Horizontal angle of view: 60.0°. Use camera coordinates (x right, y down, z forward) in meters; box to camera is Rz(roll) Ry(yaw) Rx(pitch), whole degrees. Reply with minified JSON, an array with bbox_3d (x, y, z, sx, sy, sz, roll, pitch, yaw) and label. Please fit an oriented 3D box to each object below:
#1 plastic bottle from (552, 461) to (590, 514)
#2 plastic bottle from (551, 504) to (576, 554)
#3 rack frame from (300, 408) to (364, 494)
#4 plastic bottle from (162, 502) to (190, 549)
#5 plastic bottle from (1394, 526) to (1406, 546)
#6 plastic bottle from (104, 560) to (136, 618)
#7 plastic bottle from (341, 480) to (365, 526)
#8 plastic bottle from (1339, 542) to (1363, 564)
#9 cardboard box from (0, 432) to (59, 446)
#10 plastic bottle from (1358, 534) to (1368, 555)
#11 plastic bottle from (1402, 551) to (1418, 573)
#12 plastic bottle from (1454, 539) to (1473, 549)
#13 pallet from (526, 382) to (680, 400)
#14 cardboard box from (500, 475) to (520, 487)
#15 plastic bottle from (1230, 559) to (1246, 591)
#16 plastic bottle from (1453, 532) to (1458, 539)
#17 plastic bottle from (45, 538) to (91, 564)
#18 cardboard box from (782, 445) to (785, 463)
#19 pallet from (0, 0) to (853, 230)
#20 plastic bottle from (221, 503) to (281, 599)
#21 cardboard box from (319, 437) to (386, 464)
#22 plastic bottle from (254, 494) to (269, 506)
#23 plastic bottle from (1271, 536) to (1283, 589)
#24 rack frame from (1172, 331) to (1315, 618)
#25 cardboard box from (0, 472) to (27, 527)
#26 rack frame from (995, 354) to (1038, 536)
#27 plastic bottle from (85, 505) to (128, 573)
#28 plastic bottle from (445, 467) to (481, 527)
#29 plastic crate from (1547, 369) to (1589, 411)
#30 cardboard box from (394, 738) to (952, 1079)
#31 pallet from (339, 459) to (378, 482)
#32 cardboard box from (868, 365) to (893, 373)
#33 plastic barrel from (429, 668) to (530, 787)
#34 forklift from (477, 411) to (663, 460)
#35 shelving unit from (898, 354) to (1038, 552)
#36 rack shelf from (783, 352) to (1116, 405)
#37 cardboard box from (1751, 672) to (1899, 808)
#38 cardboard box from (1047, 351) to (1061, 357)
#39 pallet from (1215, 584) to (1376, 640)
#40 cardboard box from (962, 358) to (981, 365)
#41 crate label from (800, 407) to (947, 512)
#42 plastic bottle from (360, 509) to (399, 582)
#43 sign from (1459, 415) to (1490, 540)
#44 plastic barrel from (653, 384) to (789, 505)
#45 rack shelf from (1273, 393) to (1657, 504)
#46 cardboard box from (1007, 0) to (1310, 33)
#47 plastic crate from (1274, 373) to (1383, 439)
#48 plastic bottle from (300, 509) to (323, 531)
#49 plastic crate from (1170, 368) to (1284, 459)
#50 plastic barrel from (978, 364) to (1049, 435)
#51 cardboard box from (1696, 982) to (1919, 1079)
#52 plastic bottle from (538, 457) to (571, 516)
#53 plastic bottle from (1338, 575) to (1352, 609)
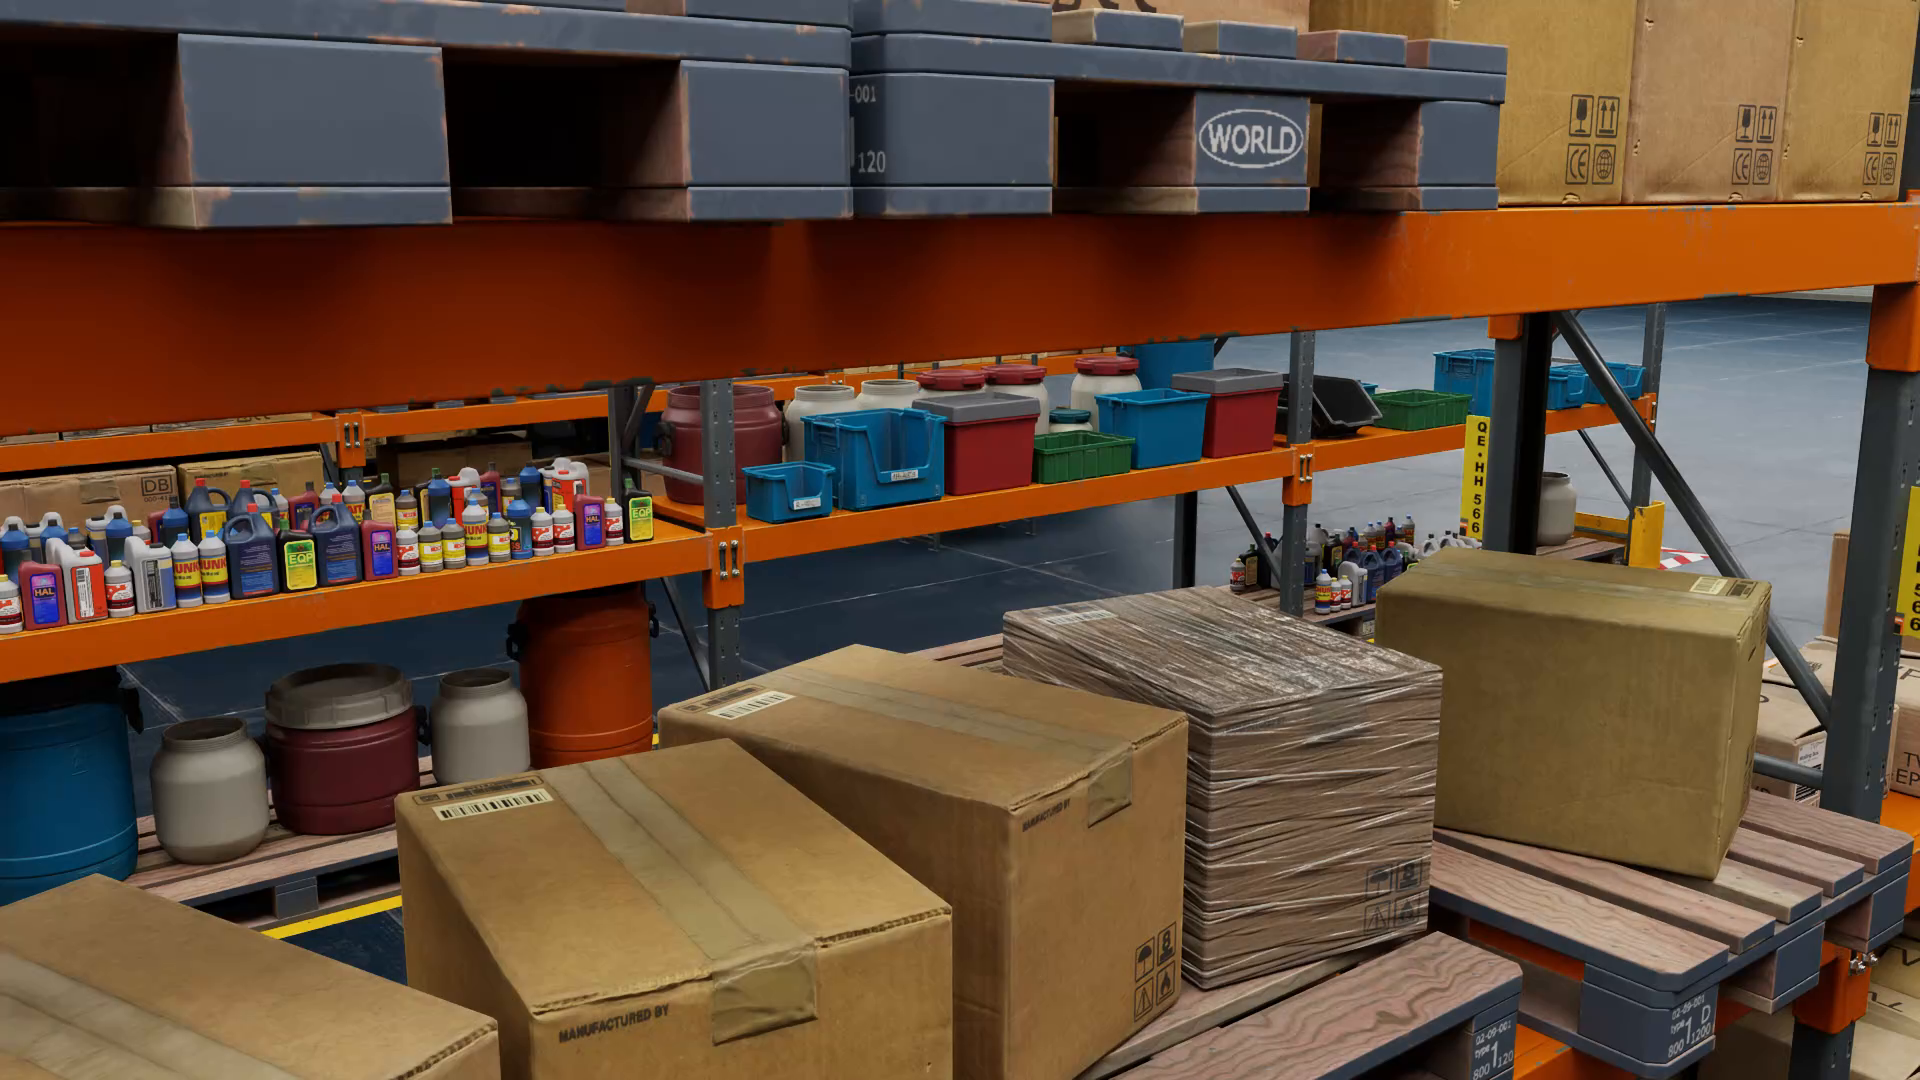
[{"bbox_3d":[-1.815,-0.222,7.752,0.135,0.276,0.152,-9,15,-38],"label":"plastic bottle"},{"bbox_3d":[-1.702,-0.050,7.123,0.097,0.201,0.097,0,12,0],"label":"plastic bottle"},{"bbox_3d":[-4.465,-1.115,11.656,0.127,3.000,1.000,-9,15,-38],"label":"rack frame"},{"bbox_3d":[-3.207,-0.020,6.812,0.097,0.271,0.097,0,12,0],"label":"plastic bottle"},{"bbox_3d":[3.185,0.002,12.073,0.097,0.201,0.097,0,12,0],"label":"plastic bottle"},{"bbox_3d":[-3.064,0.176,6.057,0.097,0.201,0.097,0,12,0],"label":"plastic bottle"},{"bbox_3d":[-2.664,-0.127,7.314,0.097,0.271,0.097,0,12,0],"label":"plastic bottle"},{"bbox_3d":[2.552,0.189,10.833,0.185,0.351,0.144,-9,15,-38],"label":"plastic bottle"},{"bbox_3d":[-5.890,-0.862,10.225,0.500,0.500,0.500,-9,15,-37],"label":"cardboard box"},{"bbox_3d":[2.843,0.059,11.806,0.097,0.201,0.097,0,12,0],"label":"plastic bottle"},{"bbox_3d":[2.945,0.207,10.914,0.133,0.283,0.061,-9,15,-35],"label":"plastic bottle"},{"bbox_3d":[3.394,0.123,11.324,0.135,0.276,0.152,-10,16,-39],"label":"plastic bottle"},{"bbox_3d":[-2.945,-1.284,12.917,1.213,0.211,1.003,-9,15,-38],"label":"pallet"},{"bbox_3d":[-3.529,-0.271,12.644,0.500,0.500,0.700,-11,16,-42],"label":"cardboard box"},{"bbox_3d":[1.841,0.226,11.022,0.097,0.201,0.097,0,12,0],"label":"plastic bottle"},{"bbox_3d":[3.435,0.085,11.489,0.133,0.283,0.061,-9,15,-38],"label":"plastic bottle"},{"bbox_3d":[-3.267,0.125,6.115,0.135,0.276,0.152,-9,15,-38],"label":"plastic bottle"},{"bbox_3d":[-1.834,-0.550,13.956,0.500,0.500,0.700,-11,16,-42],"label":"cardboard box"},{"bbox_3d":[-0.849,-0.437,1.696,1.003,0.211,1.213,-9,15,-38],"label":"pallet"},{"bbox_3d":[-2.711,0.038,6.347,0.185,0.351,0.144,-9,15,-38],"label":"plastic bottle"},{"bbox_3d":[-6.272,-1.216,16.537,0.750,0.750,1.050,-9,15,-37],"label":"cardboard box"},{"bbox_3d":[-2.993,-0.067,7.021,0.135,0.276,0.152,-9,15,-38],"label":"plastic bottle"},{"bbox_3d":[2.166,0.143,11.050,0.185,0.351,0.144,-9,15,-38],"label":"plastic bottle"},{"bbox_3d":[1.753,-0.830,10.317,0.127,3.000,1.000,-9,15,-38],"label":"rack frame"},{"bbox_3d":[-6.404,0.036,10.342,0.875,0.875,1.225,-10,16,-40],"label":"cardboard box"},{"bbox_3d":[0.464,-0.811,13.836,0.032,1.500,0.500,-9,15,-38],"label":"rack frame"},{"bbox_3d":[-3.423,0.005,6.685,0.135,0.276,0.152,-9,15,-38],"label":"plastic bottle"},{"bbox_3d":[-2.272,-0.187,7.586,0.135,0.276,0.152,-9,15,-38],"label":"plastic bottle"},{"bbox_3d":[4.162,-1.080,11.850,0.408,0.251,0.499,-9,15,-38],"label":"plastic crate"},{"bbox_3d":[-0.396,0.633,2.176,0.500,0.500,0.700,-7,14,-29],"label":"cardboard box"},{"bbox_3d":[-5.870,-0.816,16.962,1.213,0.211,1.003,-9,15,-38],"label":"pallet"},{"bbox_3d":[-0.782,-1.520,14.171,0.250,0.149,0.380,-9,15,-38],"label":"cardboard box"},{"bbox_3d":[-2.127,0.854,7.362,0.421,0.512,0.421,0,12,0],"label":"plastic barrel"},{"bbox_3d":[-3.669,-1.613,14.168,3.031,2.935,1.130,-10,15,-39],"label":"forklift"},{"bbox_3d":[0.067,-0.745,13.525,1.048,1.500,0.538,-9,15,-38],"label":"shelving unit"},{"bbox_3d":[0.220,-1.541,15.397,4.000,0.370,1.077,-9,15,-38],"label":"rack shelf"},{"bbox_3d":[2.032,0.496,4.285,0.500,0.311,0.500,-8,15,-34],"label":"cardboard box"},{"bbox_3d":[0.723,-1.794,15.463,0.250,0.149,0.380,-9,15,-38],"label":"cardboard box"},{"bbox_3d":[2.303,0.453,10.985,1.213,0.211,1.003,-9,15,-38],"label":"pallet"},{"bbox_3d":[-0.025,-1.656,14.811,0.250,0.149,0.380,-9,15,-38],"label":"cardboard box"},{"bbox_3d":[-0.426,-0.414,8.270,0.616,0.435,0.502,-9,15,-38],"label":"crate label"},{"bbox_3d":[-2.312,0.016,6.614,0.133,0.283,0.061,-9,15,-38],"label":"plastic bottle"},{"bbox_3d":[1.372,-0.163,4.389,0.005,0.325,0.100,-9,15,-38],"label":"sign"},{"bbox_3d":[-1.198,-0.487,8.374,0.708,0.536,0.600,-9,15,-38],"label":"plastic barrel"},{"bbox_3d":[3.315,-0.738,11.614,4.000,0.370,1.077,-9,15,-38],"label":"rack shelf"},{"bbox_3d":[0.077,-0.986,2.336,0.600,0.600,0.600,-10,16,-40],"label":"cardboard box"},{"bbox_3d":[2.241,-0.847,10.546,0.504,0.338,0.767,-9,15,-38],"label":"plastic crate"},{"bbox_3d":[-2.547,0.016,6.611,0.133,0.283,0.061,-9,15,-38],"label":"plastic bottle"},{"bbox_3d":[1.566,-0.749,9.781,0.583,0.464,0.402,-9,15,-38],"label":"plastic crate"},{"bbox_3d":[0.296,-0.713,9.438,0.433,0.535,0.433,0,12,0],"label":"plastic barrel"},{"bbox_3d":[2.313,1.338,4.367,0.500,0.311,0.500,-9,15,-36],"label":"cardboard box"},{"bbox_3d":[-1.910,-0.247,7.868,0.135,0.276,0.152,-9,15,-38],"label":"plastic bottle"},{"bbox_3d":[2.434,0.327,10.546,0.097,0.201,0.097,0,12,0],"label":"plastic bottle"}]
